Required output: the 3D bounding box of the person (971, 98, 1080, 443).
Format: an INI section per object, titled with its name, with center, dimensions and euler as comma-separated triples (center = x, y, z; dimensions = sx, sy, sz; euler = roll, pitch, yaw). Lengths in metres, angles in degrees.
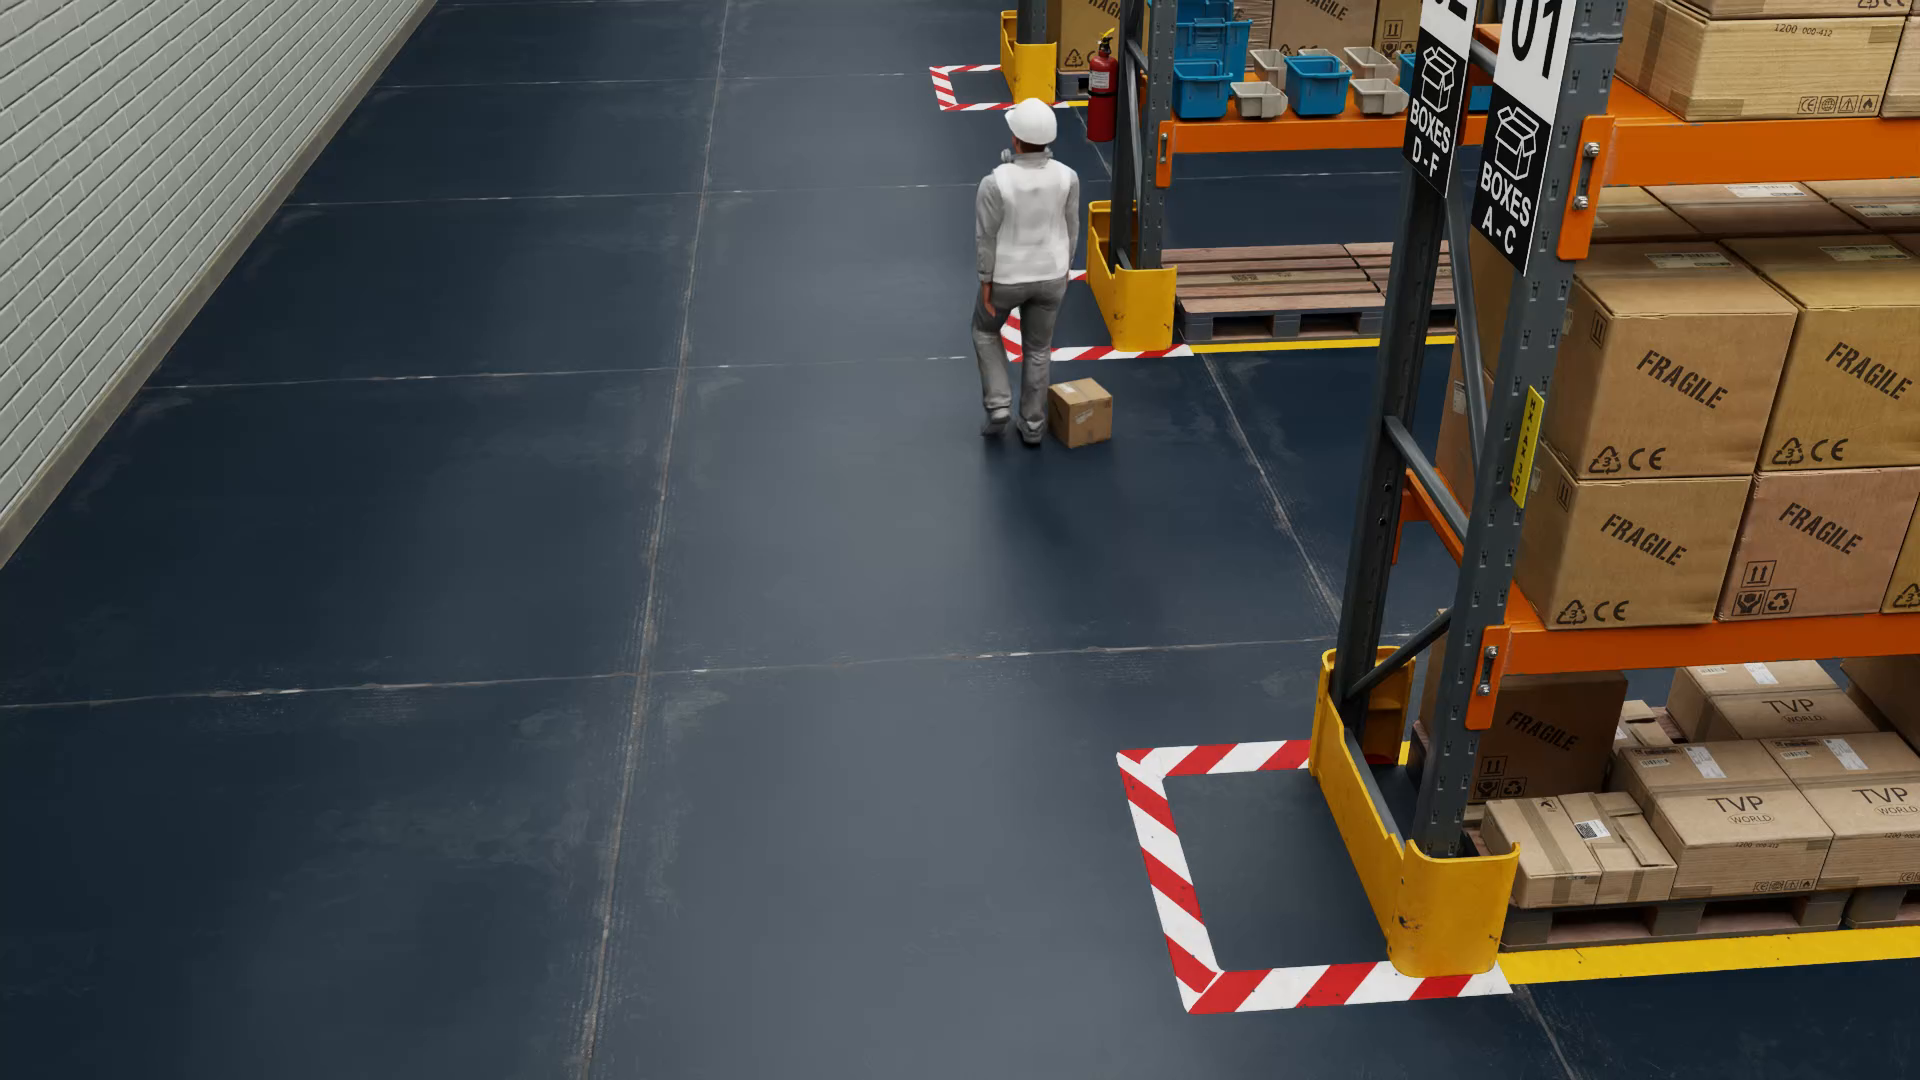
[person]
center = 0.315, -1.328, 8.326
dimensions = 0.540, 1.812, 0.462
euler = -6, 31, -10
